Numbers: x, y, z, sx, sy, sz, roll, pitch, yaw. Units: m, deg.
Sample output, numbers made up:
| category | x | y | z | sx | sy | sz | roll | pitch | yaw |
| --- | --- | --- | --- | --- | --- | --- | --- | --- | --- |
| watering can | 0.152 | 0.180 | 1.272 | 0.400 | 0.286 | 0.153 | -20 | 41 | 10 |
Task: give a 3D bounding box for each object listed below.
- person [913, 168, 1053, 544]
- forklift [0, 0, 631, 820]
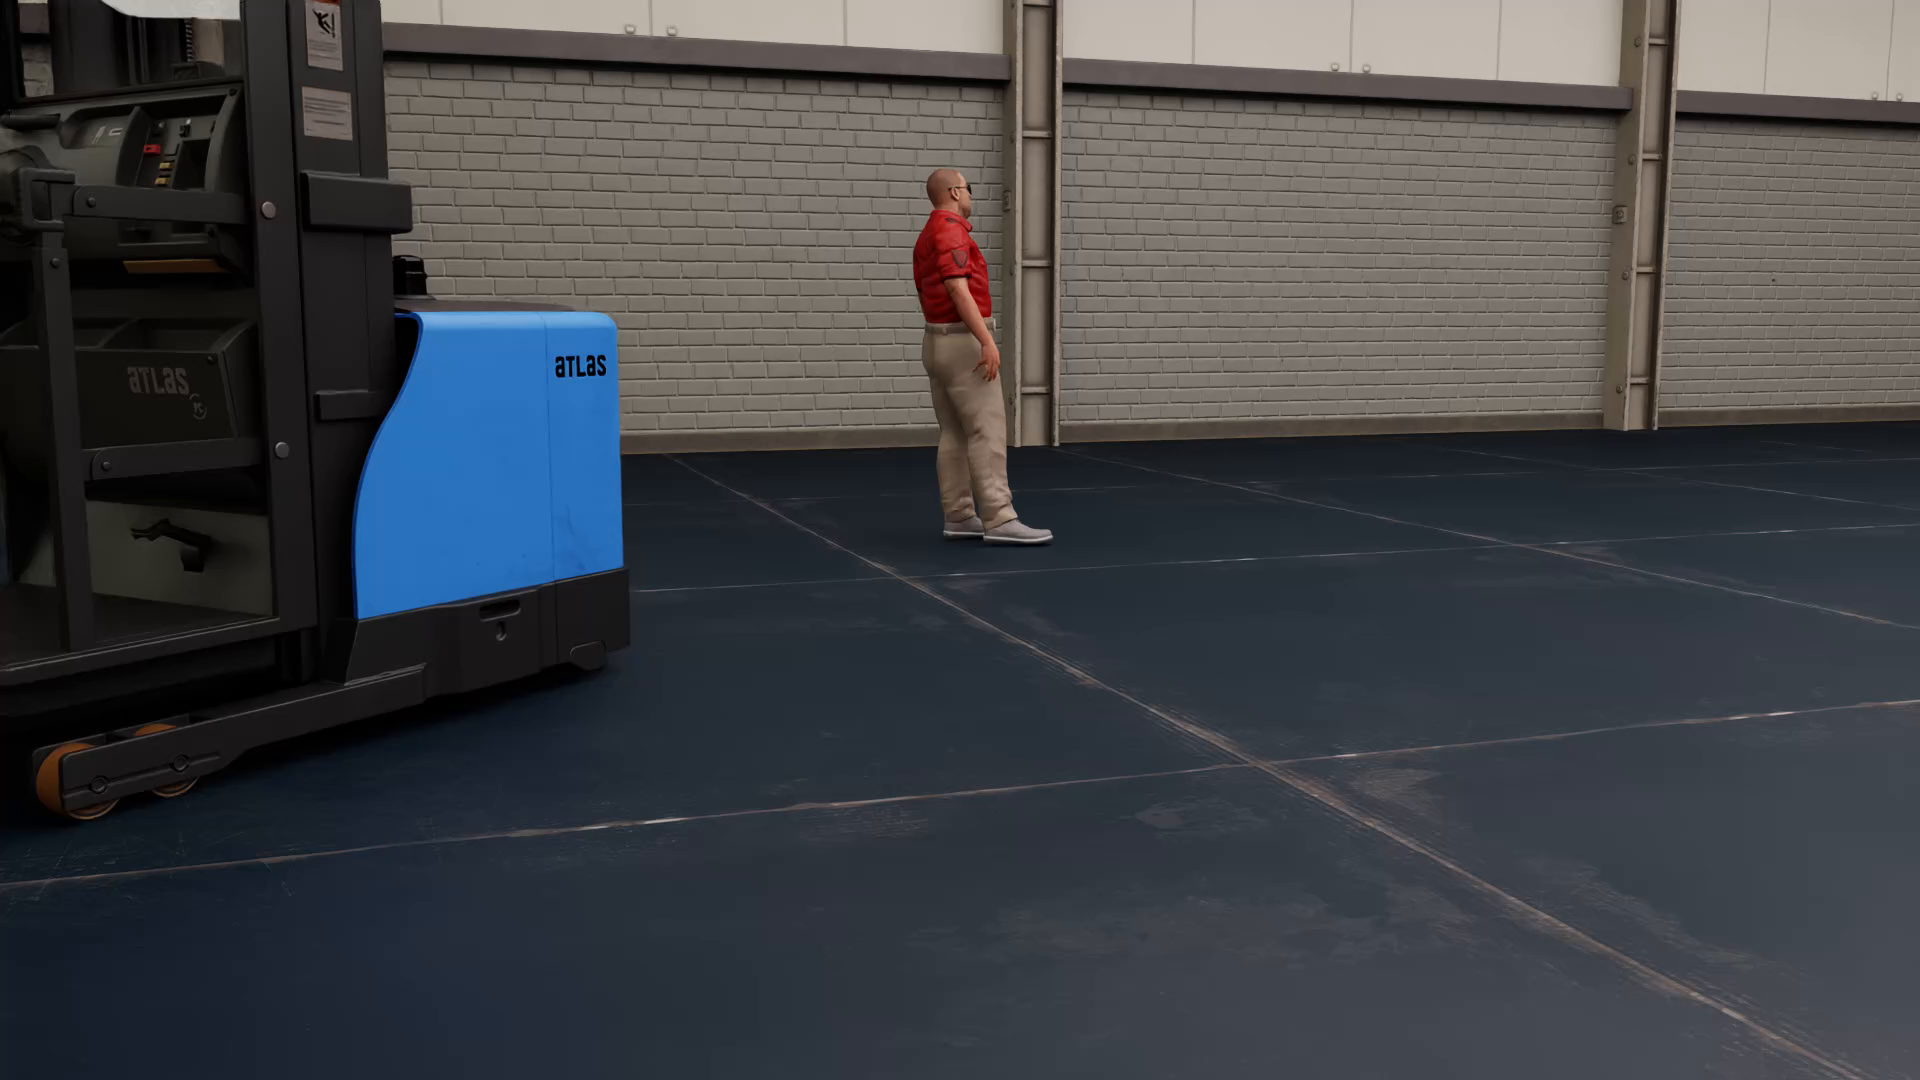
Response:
| category | x | y | z | sx | sy | sz | roll | pitch | yaw |
| --- | --- | --- | --- | --- | --- | --- | --- | --- | --- |
| person | 0.089 | -0.867 | 7.824 | 0.550 | 1.727 | 0.641 | -3 | 8 | -18 |
| forklift | -2.169 | -0.925 | 3.850 | 1.130 | 2.935 | 3.031 | 4 | 9 | 29 |
